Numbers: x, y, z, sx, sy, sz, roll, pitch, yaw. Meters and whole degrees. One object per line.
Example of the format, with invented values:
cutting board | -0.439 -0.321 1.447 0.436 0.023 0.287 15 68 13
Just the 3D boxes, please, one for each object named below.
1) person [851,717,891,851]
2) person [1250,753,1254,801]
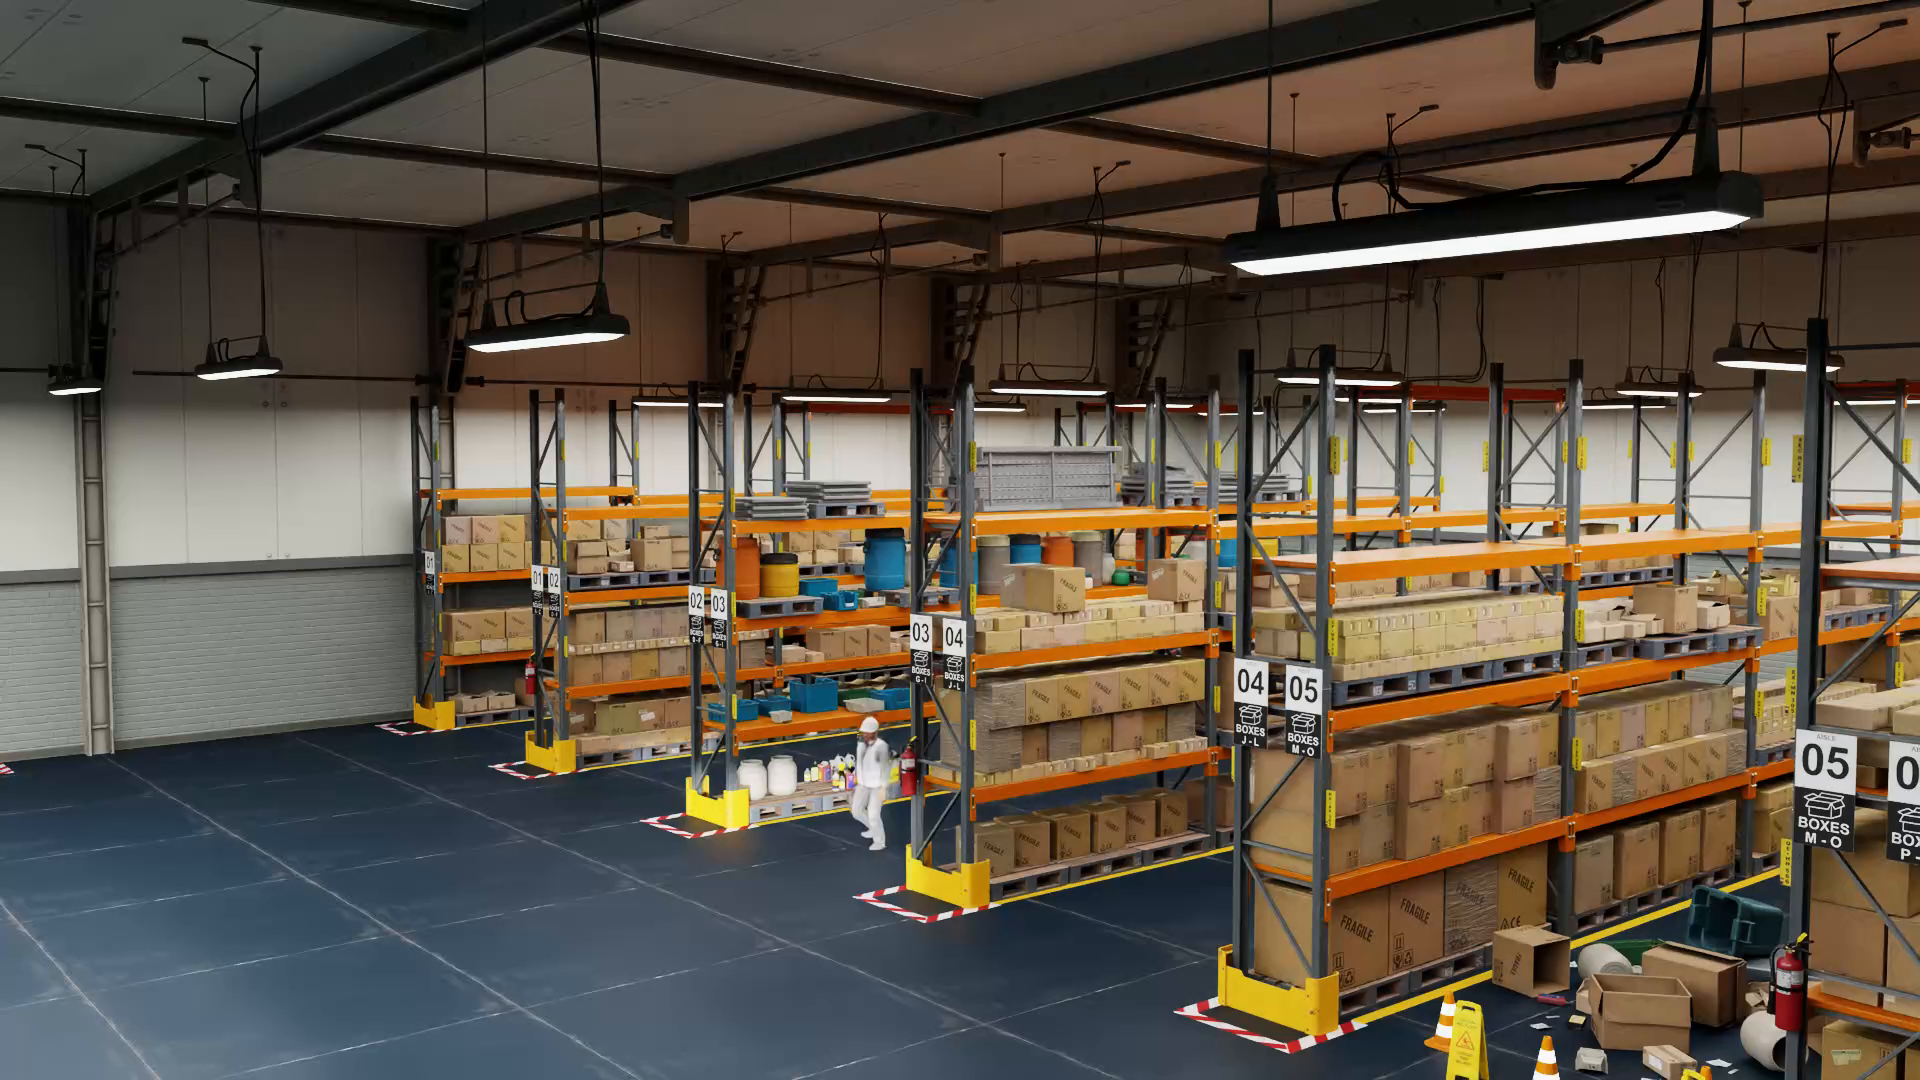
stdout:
person | -1.097 3.065 21.002 0.676 1.722 0.629 3 4 39
person | 3.520 3.228 19.485 0.603 1.545 0.909 2 4 36
